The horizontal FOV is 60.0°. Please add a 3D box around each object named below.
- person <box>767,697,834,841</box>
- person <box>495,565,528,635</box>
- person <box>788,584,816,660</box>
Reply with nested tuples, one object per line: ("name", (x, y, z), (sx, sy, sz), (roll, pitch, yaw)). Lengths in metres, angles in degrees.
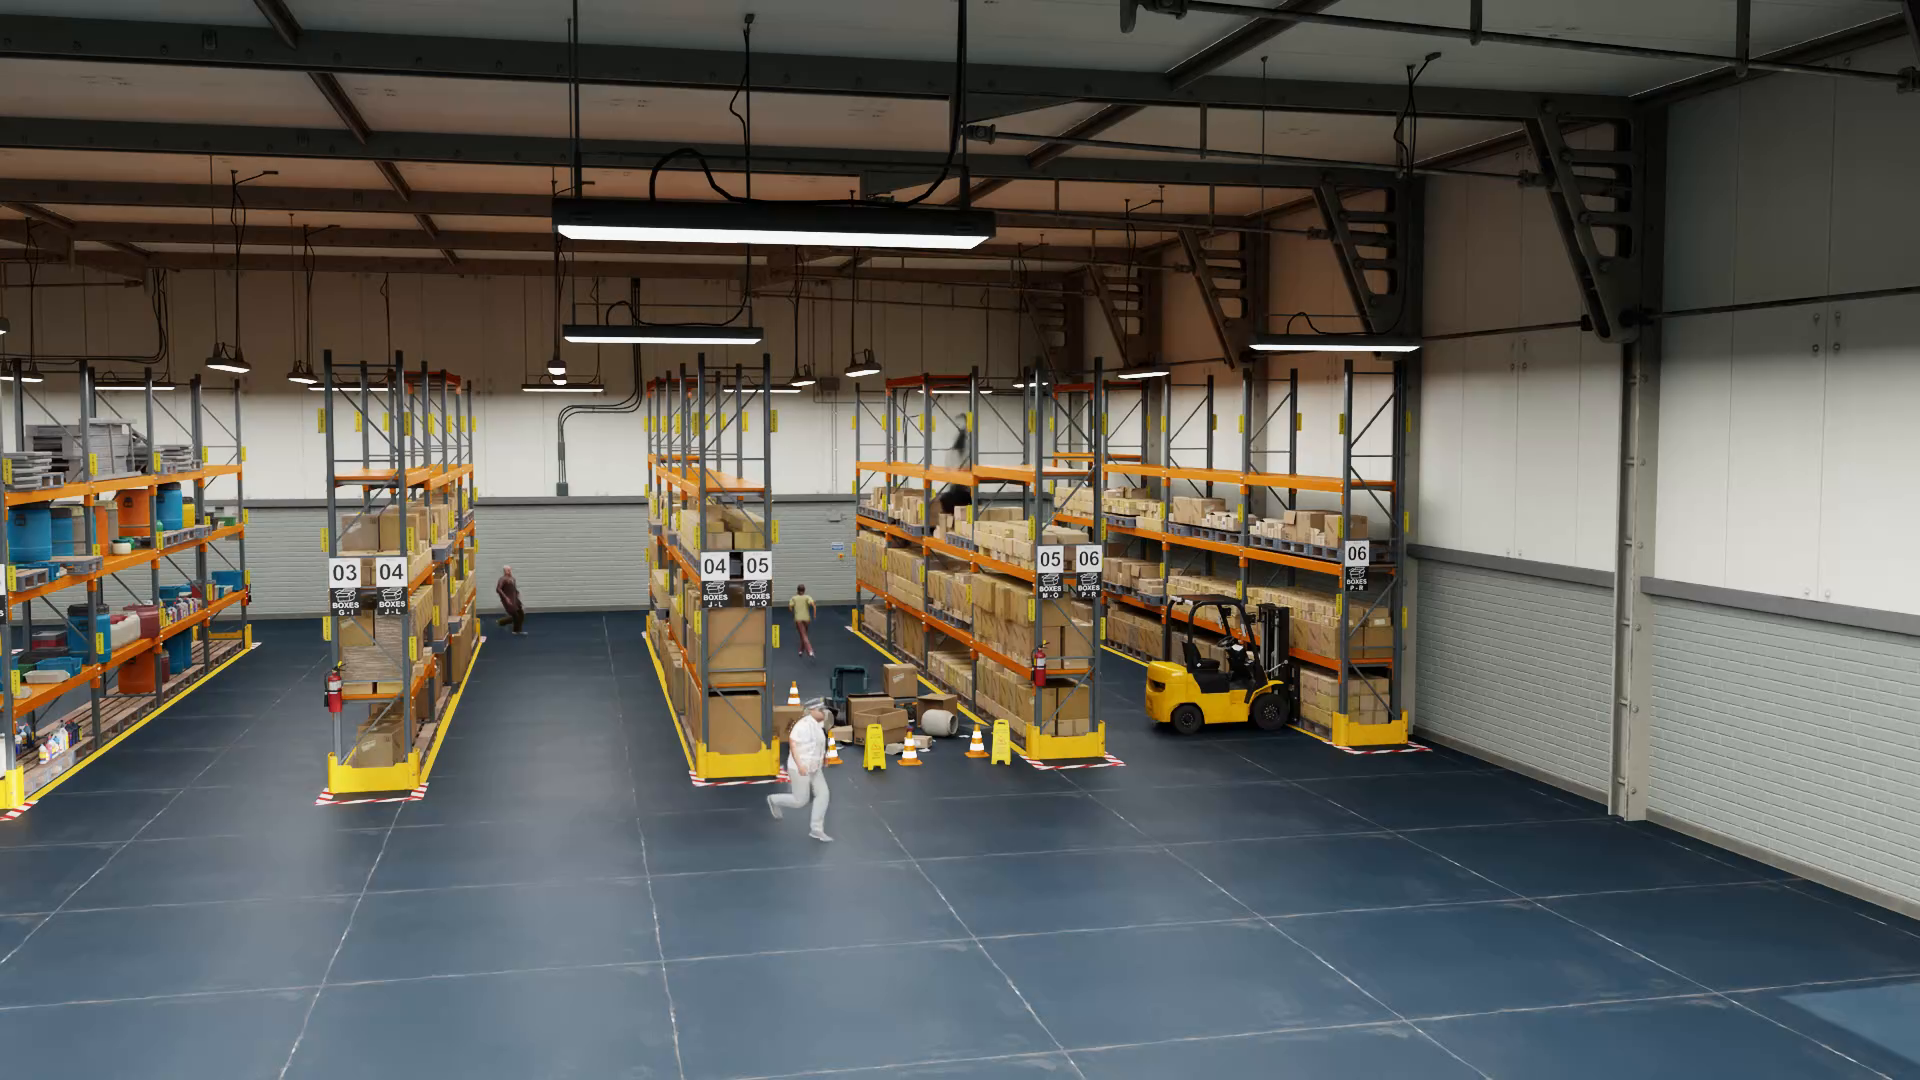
("person", (-1.914, 2.764, 20.155), (0.893, 1.768, 0.671), (2, 4, 26))
("person", (-10.712, 1.430, 39.325), (0.688, 1.698, 0.773), (1, 4, 11))
("person", (-3.321, 1.771, 35.229), (0.597, 1.614, 0.813), (-1, 4, -14))
